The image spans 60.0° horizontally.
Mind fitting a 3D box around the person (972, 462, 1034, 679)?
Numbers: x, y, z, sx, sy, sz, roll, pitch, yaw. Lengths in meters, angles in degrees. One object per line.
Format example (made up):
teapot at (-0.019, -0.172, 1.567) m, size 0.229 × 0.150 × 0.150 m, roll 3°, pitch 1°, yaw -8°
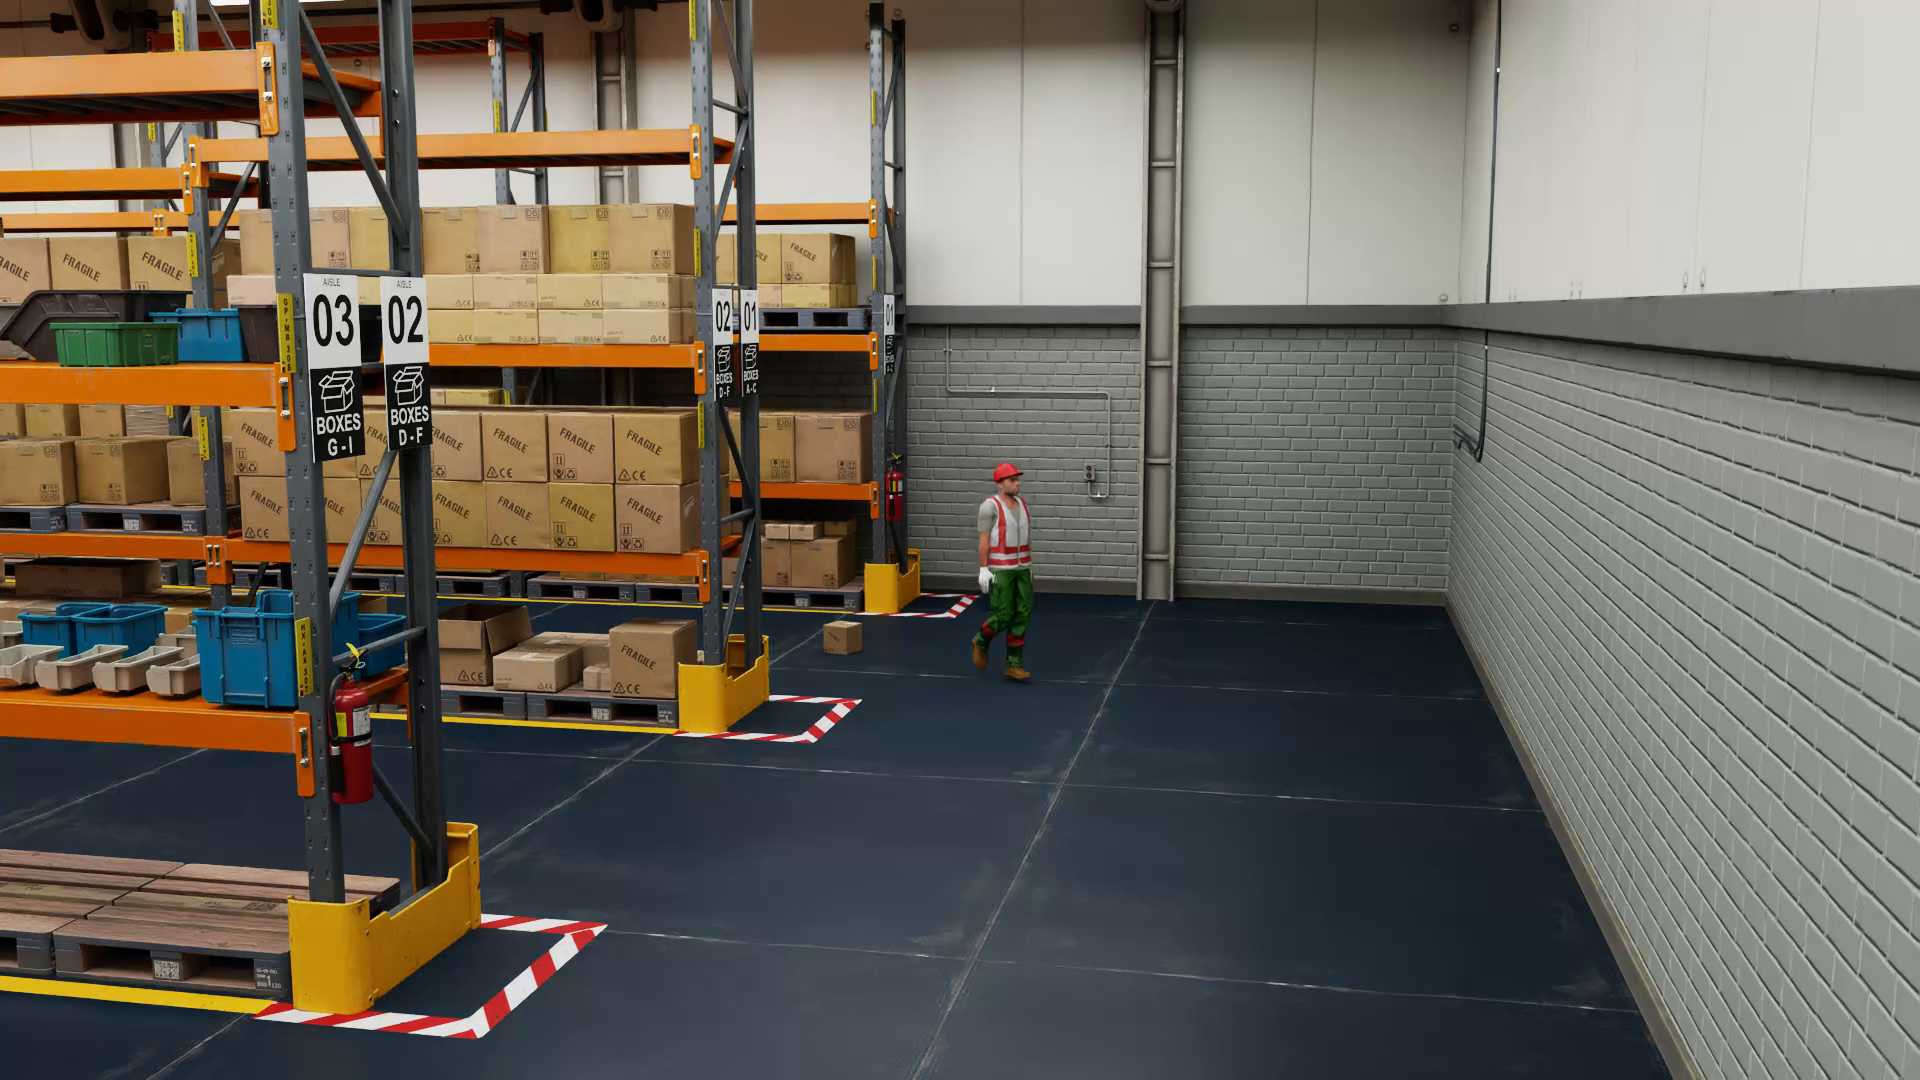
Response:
person at (0.369, 0.248, 13.711) m, size 0.563 × 1.779 × 0.571 m, roll -6°, pitch 10°, yaw -38°
